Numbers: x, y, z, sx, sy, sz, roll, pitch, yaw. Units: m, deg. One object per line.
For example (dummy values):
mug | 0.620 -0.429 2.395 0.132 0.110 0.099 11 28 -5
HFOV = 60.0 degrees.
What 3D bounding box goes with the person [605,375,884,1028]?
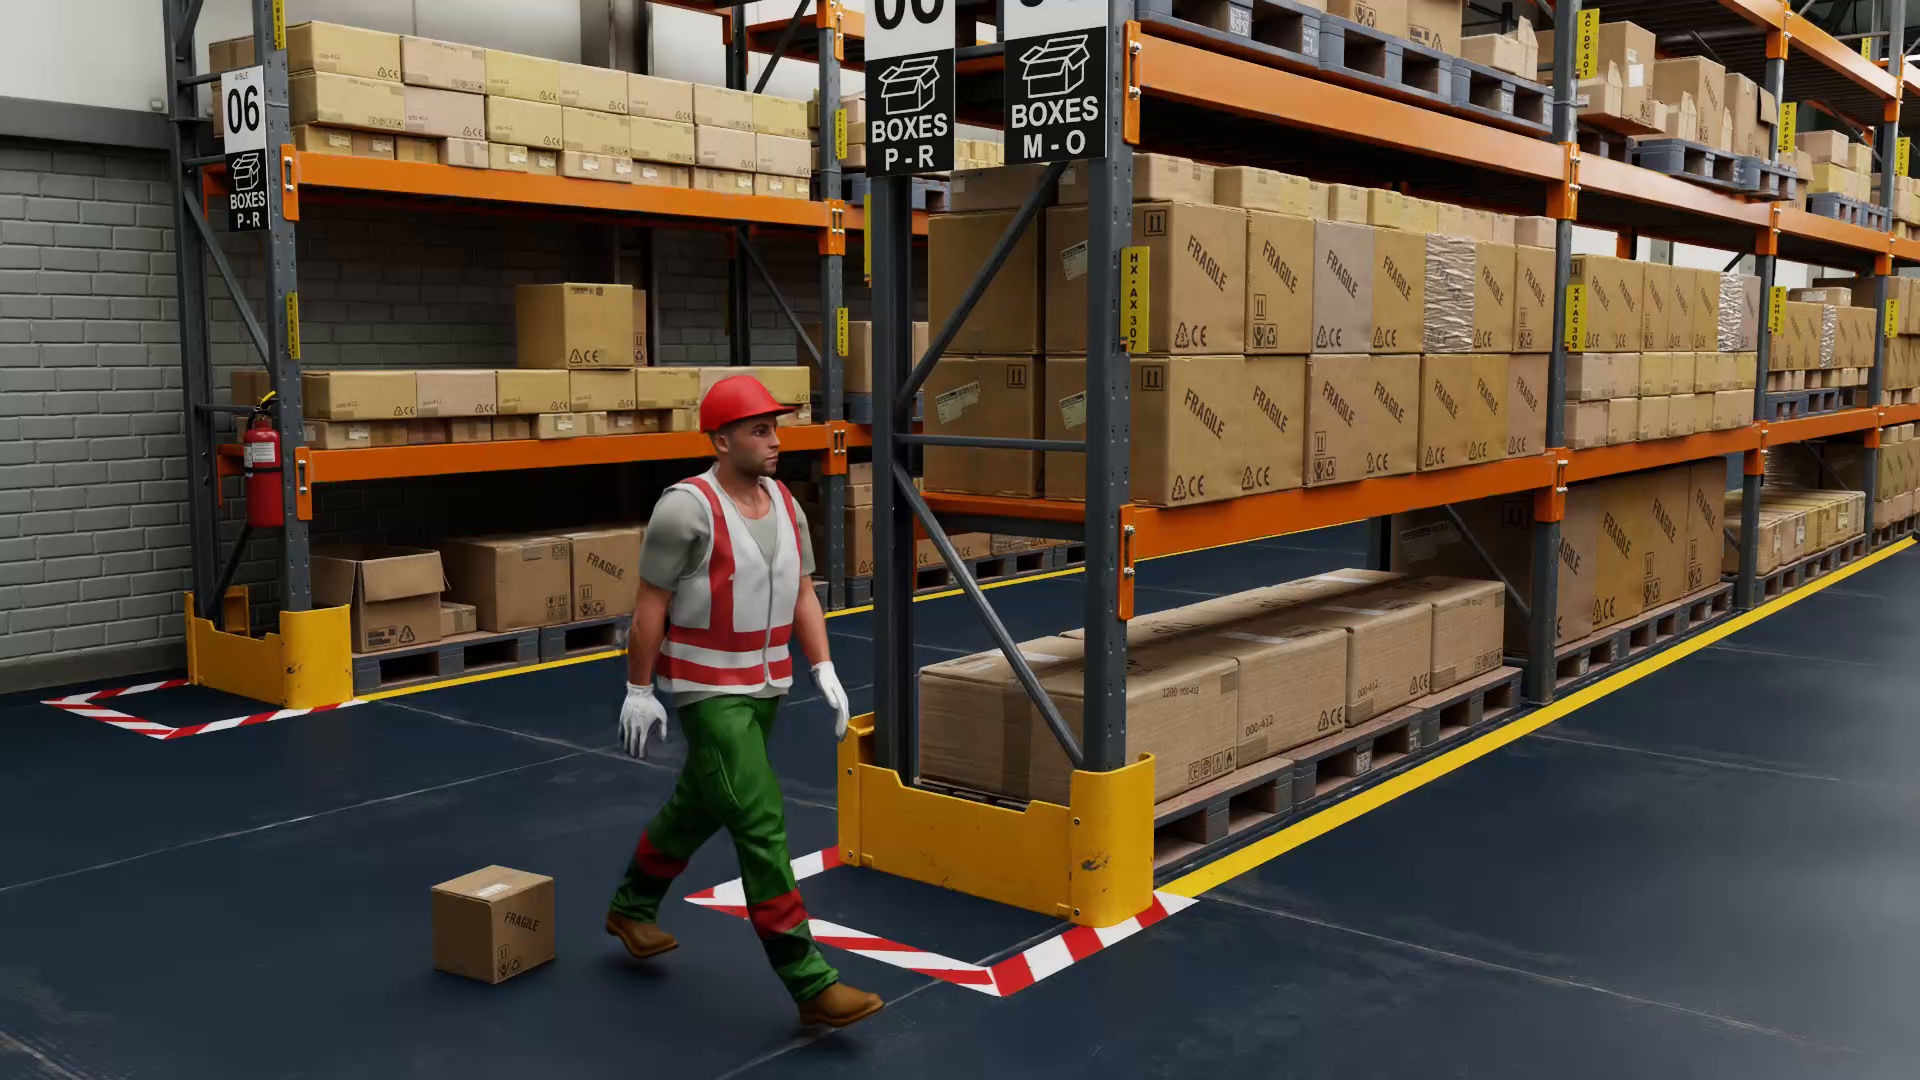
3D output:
person | -0.596 0.410 4.623 1.114 1.728 0.552 4 8 32
